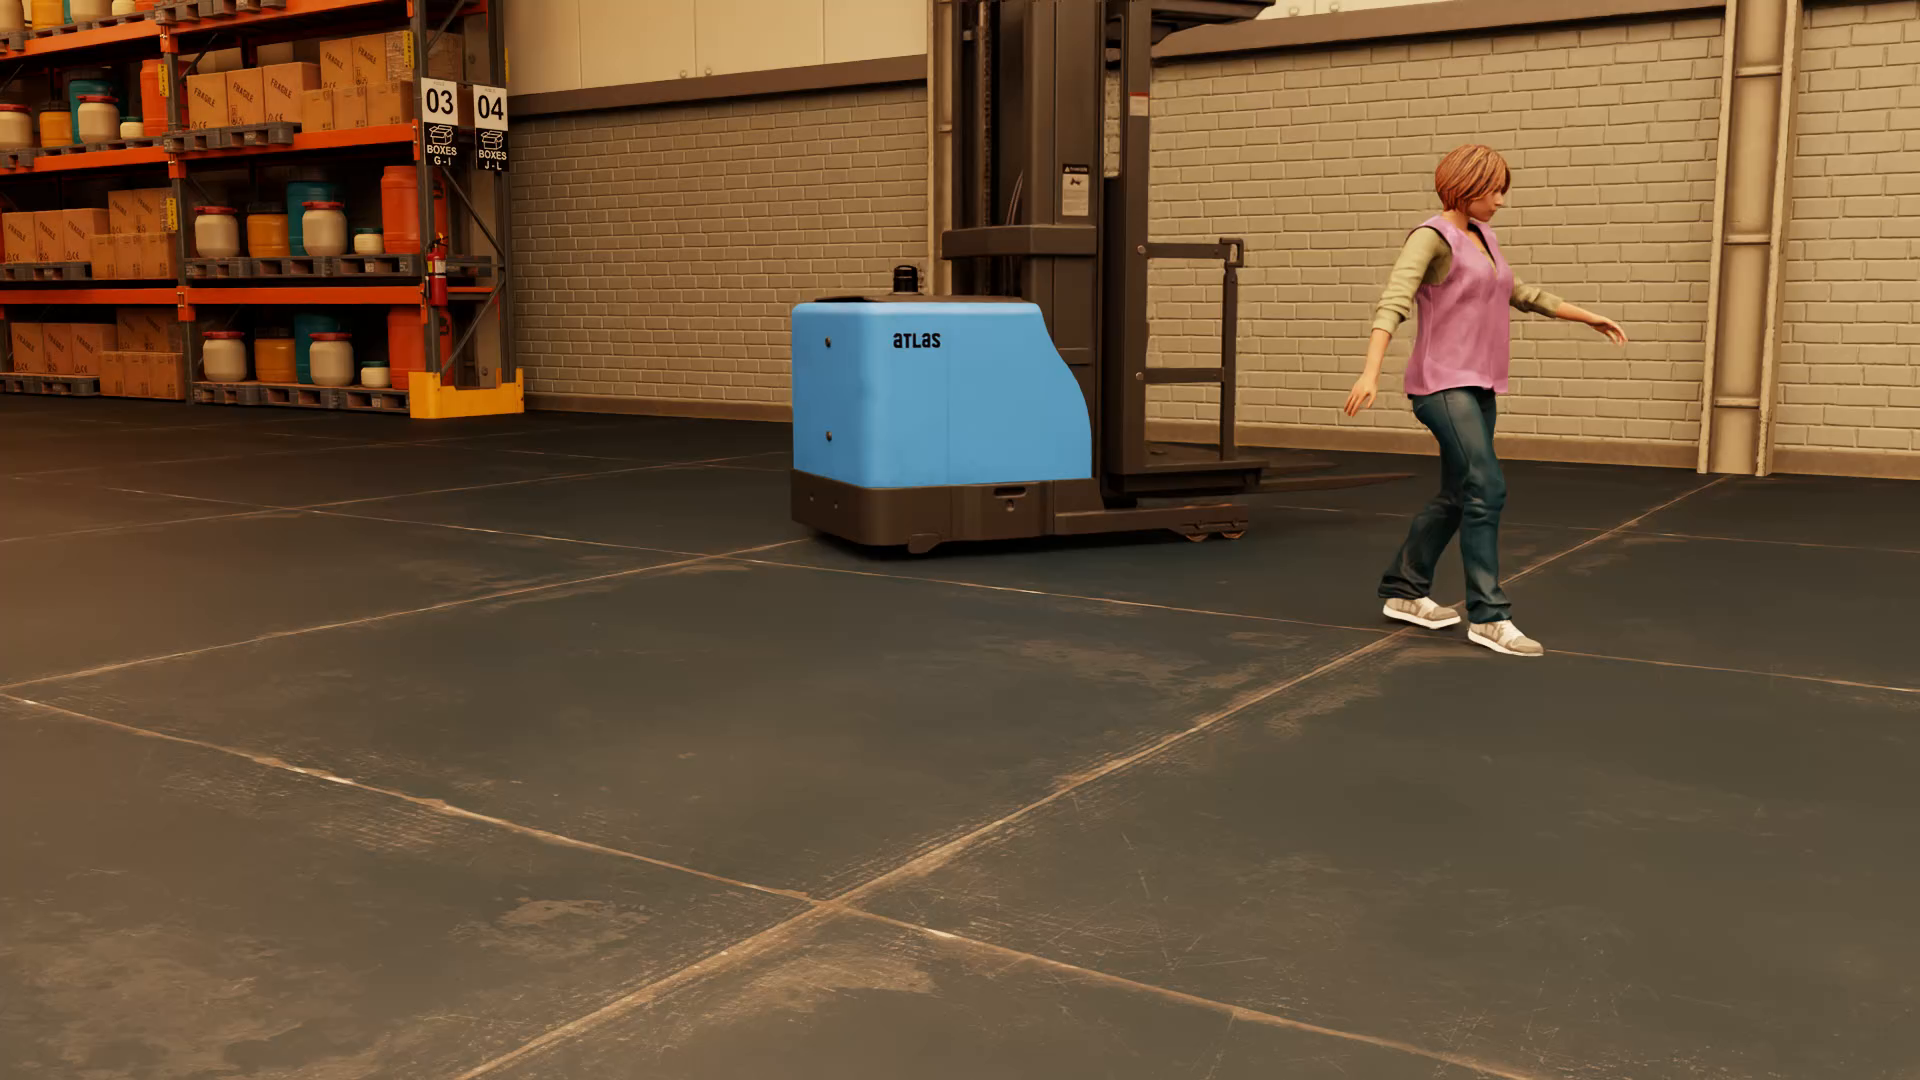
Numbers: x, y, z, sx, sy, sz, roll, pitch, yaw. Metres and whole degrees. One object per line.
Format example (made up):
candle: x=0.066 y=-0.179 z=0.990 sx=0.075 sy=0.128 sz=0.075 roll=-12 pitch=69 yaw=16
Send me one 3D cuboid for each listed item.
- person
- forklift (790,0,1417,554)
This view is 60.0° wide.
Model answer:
person: x=1.609 y=-0.450 z=5.271 sx=0.681 sy=1.583 sz=0.834 roll=8 pitch=11 yaw=44
forklift: x=0.771 y=-1.507 z=7.788 sx=3.031 sy=2.935 sz=1.130 roll=-4 pitch=9 yaw=-25
